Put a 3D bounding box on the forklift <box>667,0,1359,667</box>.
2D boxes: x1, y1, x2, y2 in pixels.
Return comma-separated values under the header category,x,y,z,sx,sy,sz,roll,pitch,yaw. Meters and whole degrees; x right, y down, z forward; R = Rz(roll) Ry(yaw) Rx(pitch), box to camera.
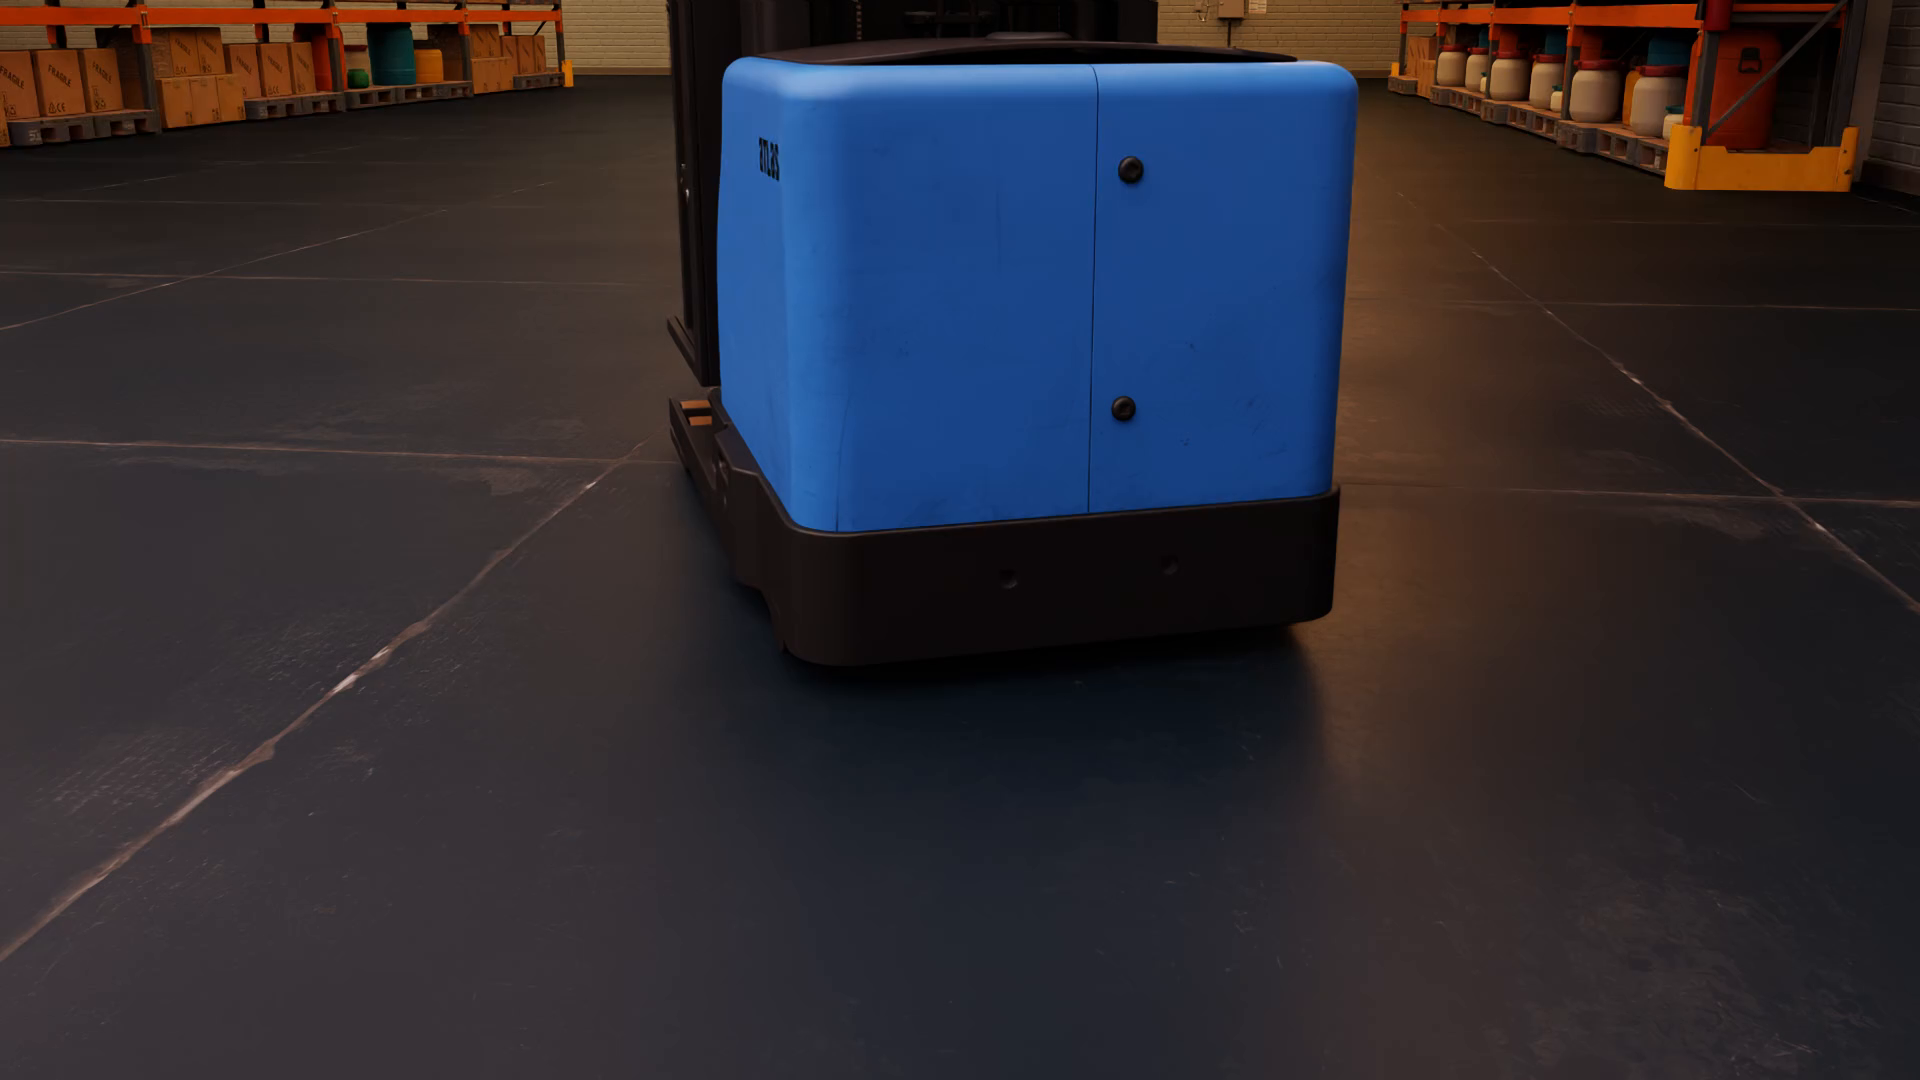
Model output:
category,x,y,z,sx,sy,sz,roll,pitch,yaw
forklift,-0.165,-1.582,3.969,1.130,2.935,3.031,-5,18,-14
